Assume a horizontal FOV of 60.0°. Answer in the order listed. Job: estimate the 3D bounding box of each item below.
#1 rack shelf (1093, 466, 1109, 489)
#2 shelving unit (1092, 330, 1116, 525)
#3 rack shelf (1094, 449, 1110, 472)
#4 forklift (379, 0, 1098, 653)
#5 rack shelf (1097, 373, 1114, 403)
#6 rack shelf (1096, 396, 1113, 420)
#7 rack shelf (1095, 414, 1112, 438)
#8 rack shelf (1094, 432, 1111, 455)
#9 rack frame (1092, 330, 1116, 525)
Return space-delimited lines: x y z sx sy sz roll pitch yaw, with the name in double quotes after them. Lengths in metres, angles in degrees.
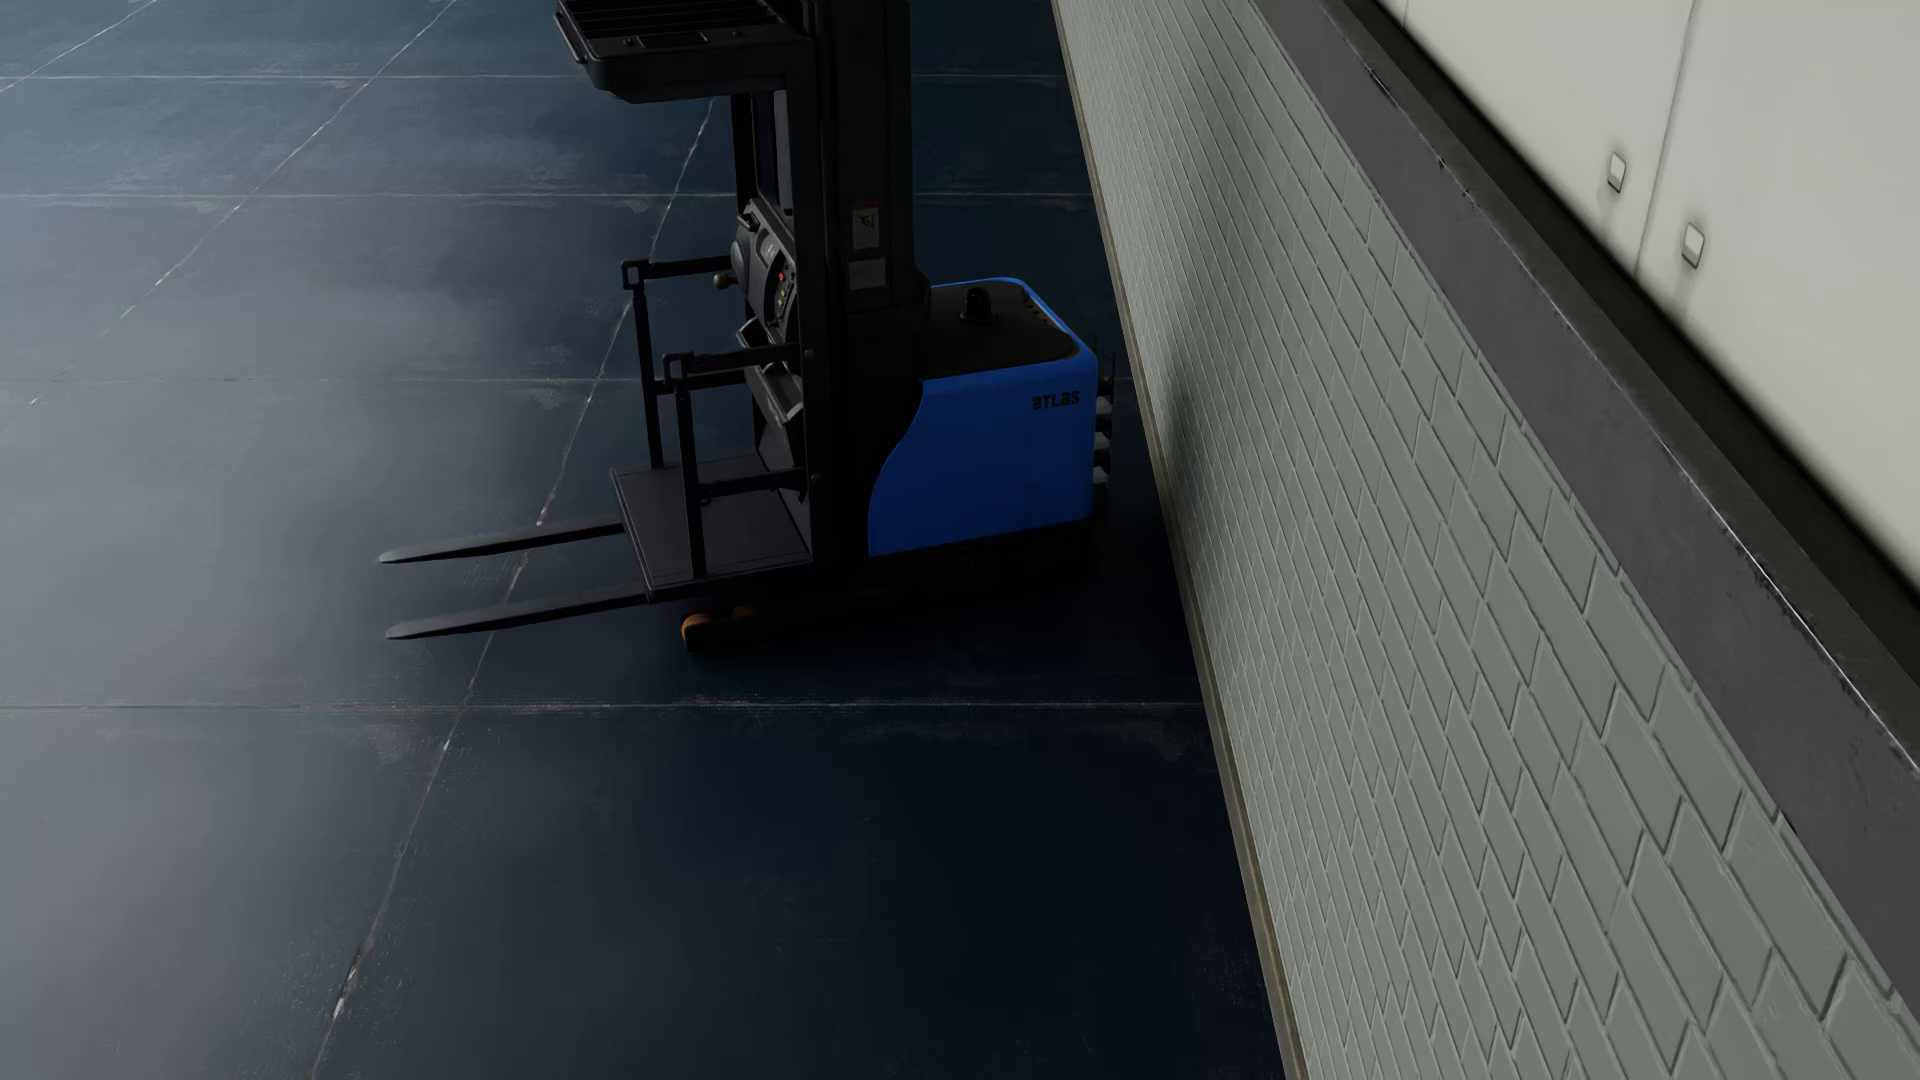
0.557 -0.315 7.812 0.200 0.077 0.258 -10 33 -16 "rack shelf"
0.557 -0.497 7.702 0.210 0.900 0.258 -10 33 -16 "shelving unit"
0.557 -0.392 7.766 0.200 0.077 0.258 -10 33 -16 "rack shelf"
-0.978 -1.087 6.716 3.031 2.935 1.130 -10 33 -16 "forklift"
0.557 -0.699 7.579 0.200 0.077 0.258 -10 33 -16 "rack shelf"
0.557 -0.622 7.625 0.200 0.077 0.258 -10 33 -16 "rack shelf"
0.557 -0.545 7.672 0.200 0.077 0.258 -10 33 -16 "rack shelf"
0.557 -0.468 7.719 0.200 0.077 0.258 -10 33 -16 "rack shelf"
0.653 -0.514 7.730 0.006 0.900 0.240 -10 33 -16 "rack frame"
